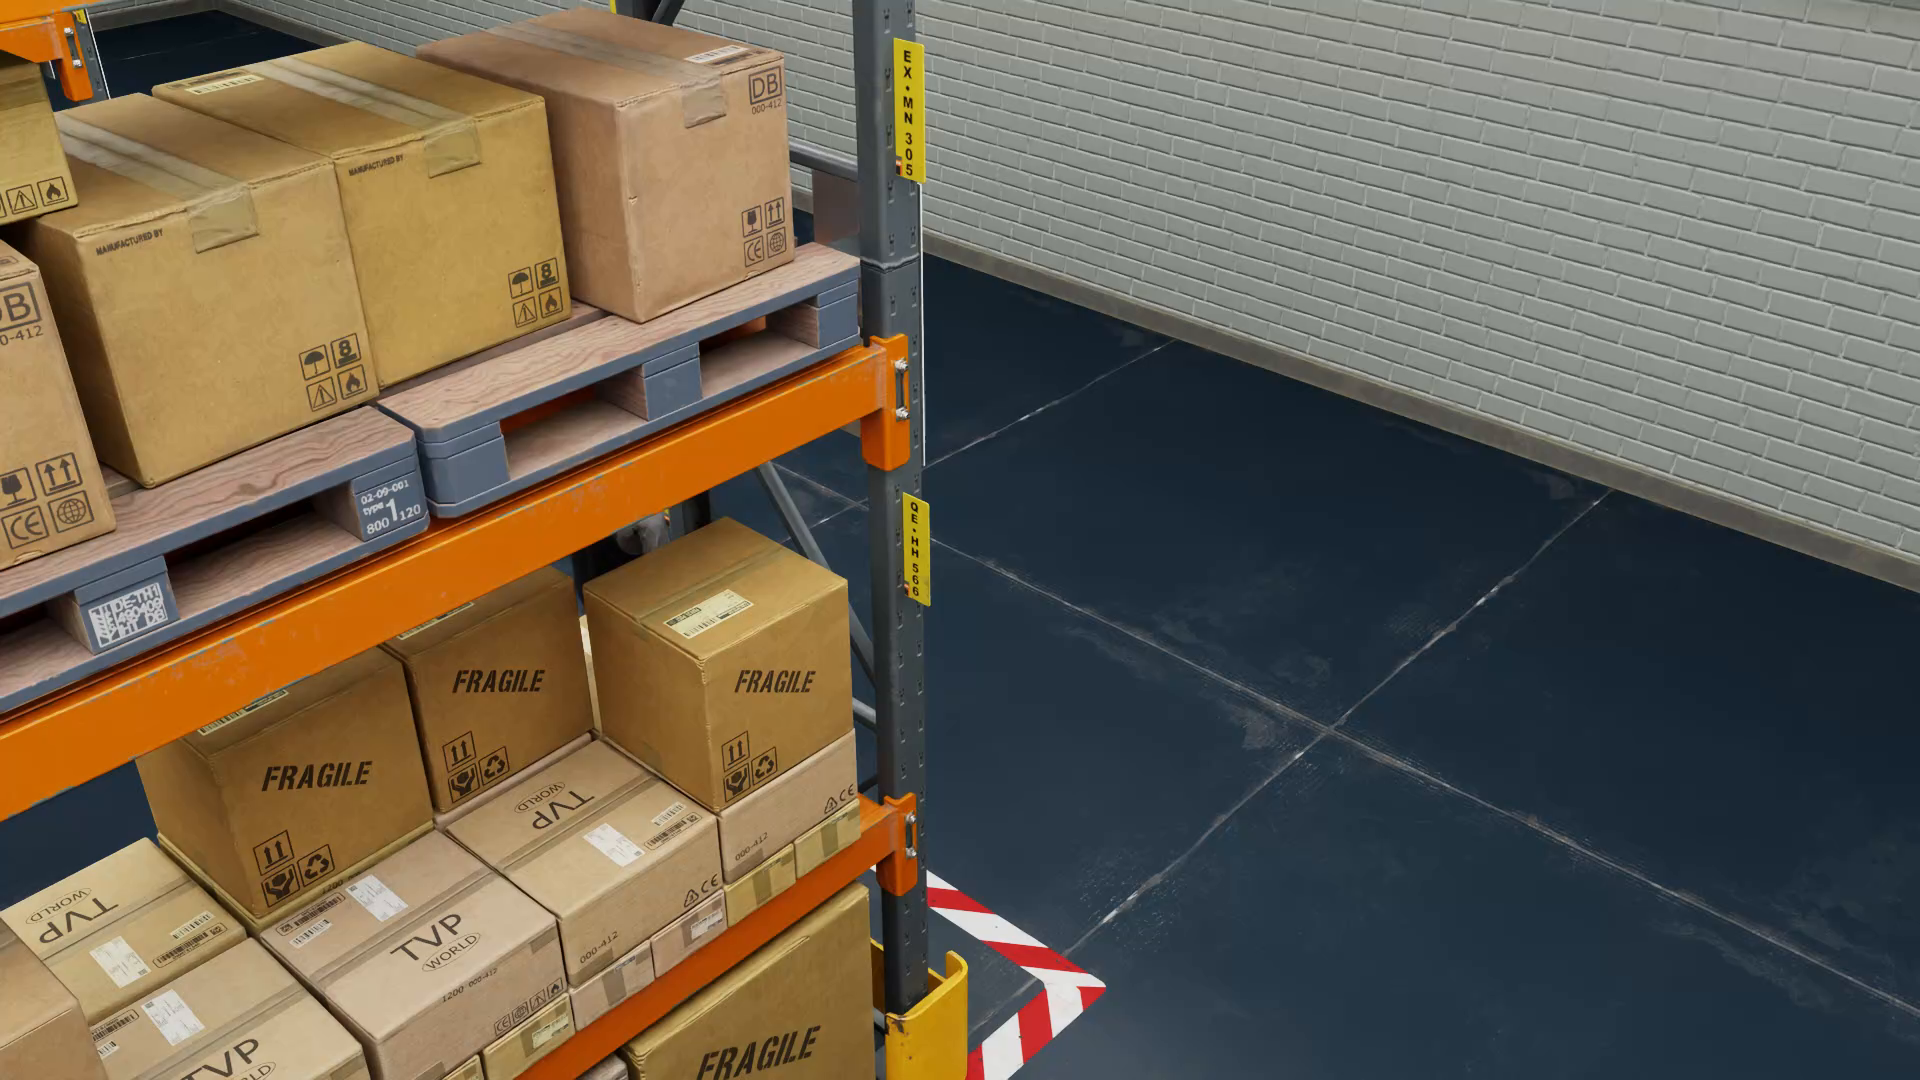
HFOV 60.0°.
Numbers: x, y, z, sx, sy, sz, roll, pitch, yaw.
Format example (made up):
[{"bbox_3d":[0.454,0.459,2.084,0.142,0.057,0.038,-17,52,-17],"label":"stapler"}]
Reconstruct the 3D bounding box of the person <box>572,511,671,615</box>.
[{"bbox_3d":[-1.376,0.283,6.681,0.550,1.725,0.562,-21,37,-31],"label":"person"}]
